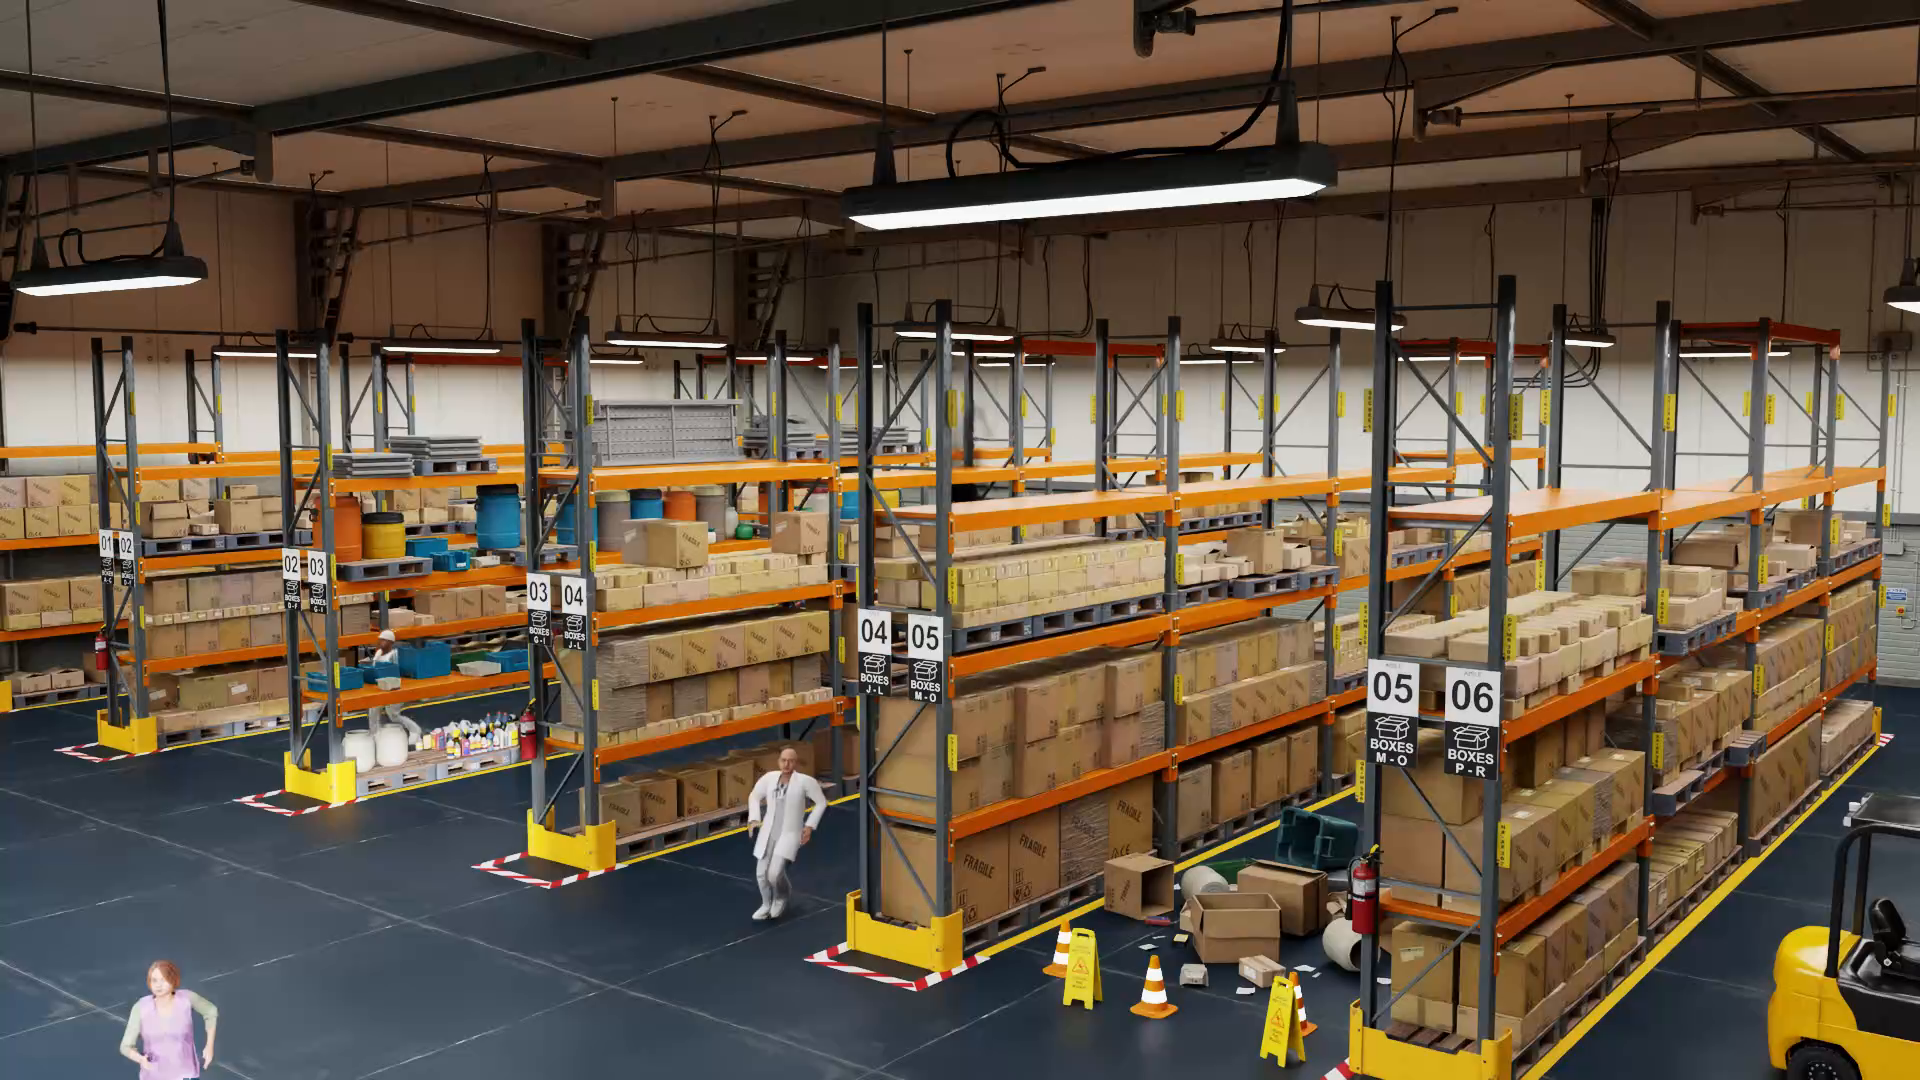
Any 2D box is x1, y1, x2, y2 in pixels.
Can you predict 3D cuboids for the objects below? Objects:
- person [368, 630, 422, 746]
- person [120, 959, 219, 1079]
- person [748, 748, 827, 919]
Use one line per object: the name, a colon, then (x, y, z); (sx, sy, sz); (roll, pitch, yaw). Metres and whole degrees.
person: (-8.240, 2.177, 23.918); (0.663, 1.762, 0.994); (3, 6, 34)
person: (-5.017, 3.449, 10.567); (0.548, 1.610, 0.868); (-2, 5, -18)
person: (-1.741, 2.896, 16.268); (0.773, 1.724, 0.560); (2, 5, 19)
